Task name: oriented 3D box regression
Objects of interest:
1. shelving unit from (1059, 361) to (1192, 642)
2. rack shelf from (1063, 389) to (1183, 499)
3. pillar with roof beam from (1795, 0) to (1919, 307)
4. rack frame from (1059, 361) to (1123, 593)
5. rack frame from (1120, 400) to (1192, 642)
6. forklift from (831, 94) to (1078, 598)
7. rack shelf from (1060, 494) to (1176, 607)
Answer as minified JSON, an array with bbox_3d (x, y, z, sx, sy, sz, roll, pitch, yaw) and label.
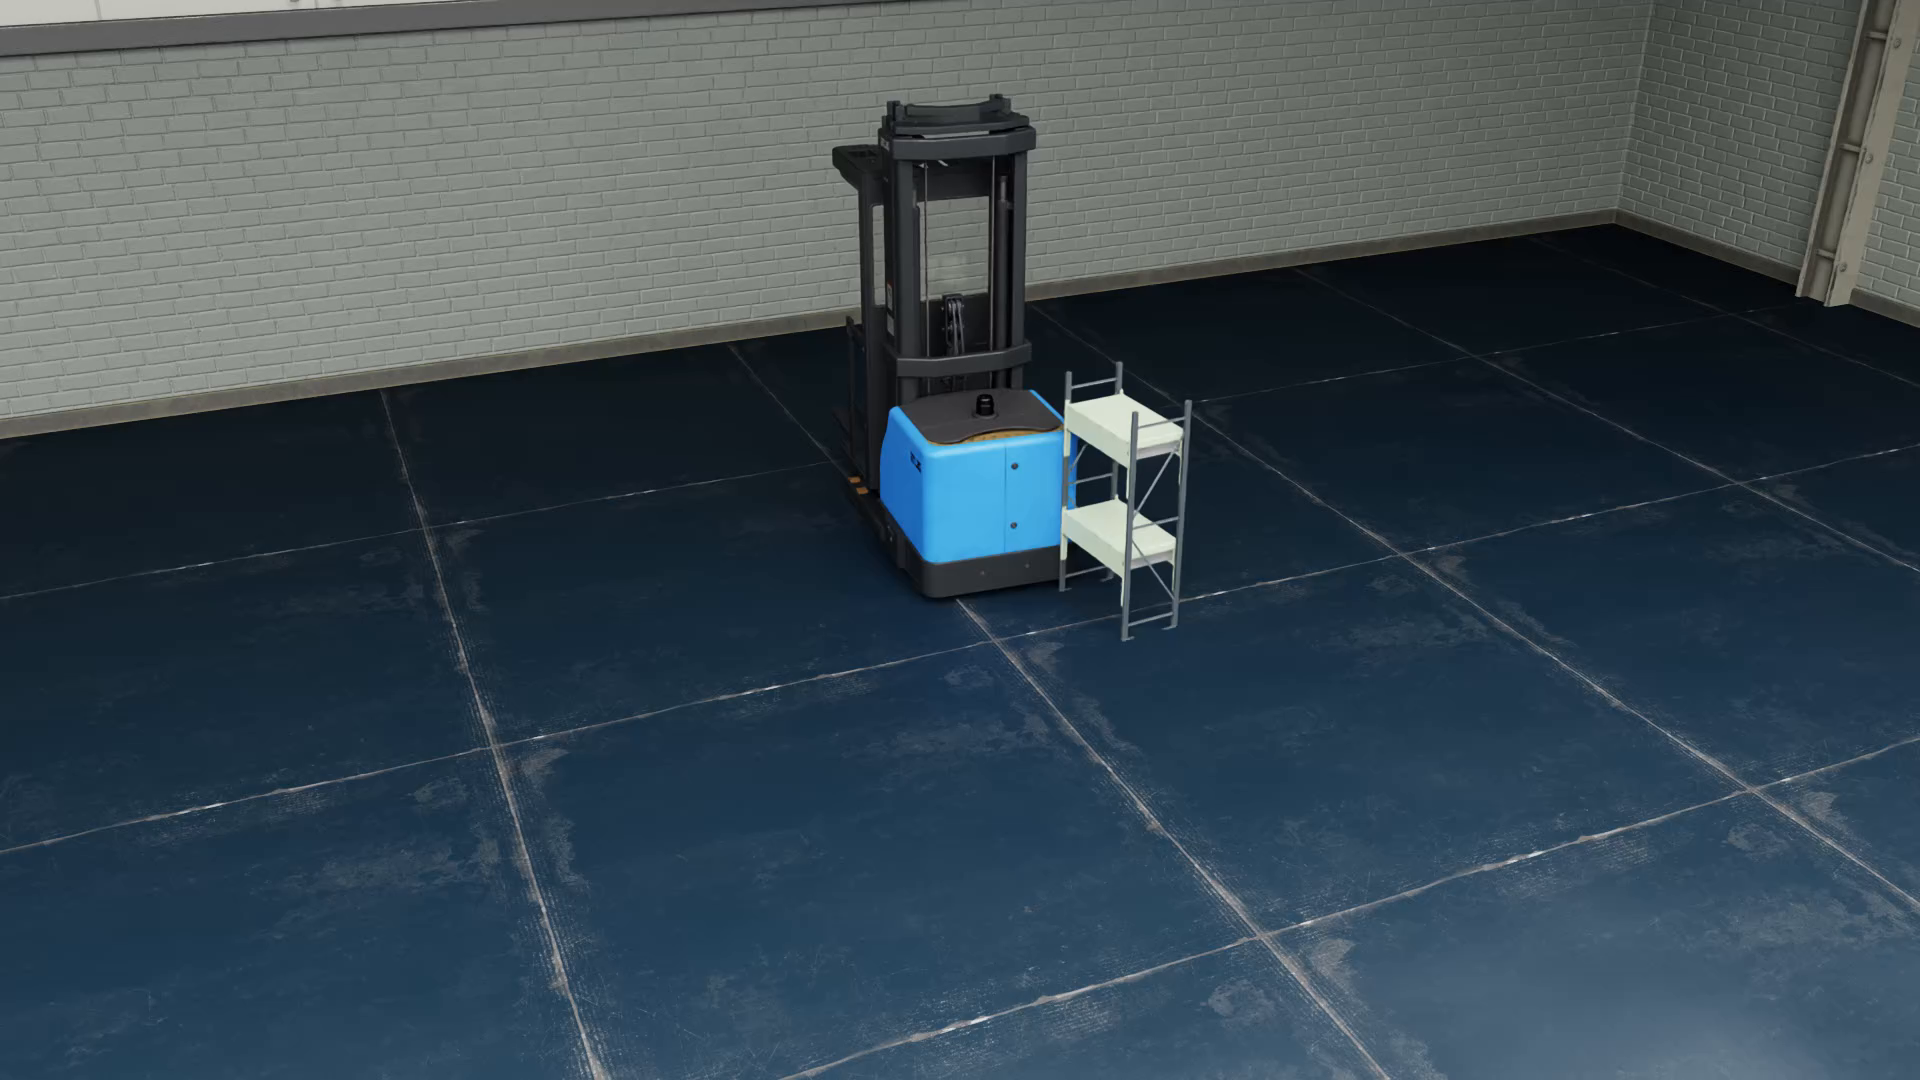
[{"bbox_3d":[0.989,-0.238,10.173,0.431,1.500,0.755,-13,29,-25],"label":"shelving unit"},{"bbox_3d":[0.990,-0.588,10.001,0.431,0.370,0.720,-13,29,-25],"label":"rack shelf"},{"bbox_3d":[4.443,-5.650,12.711,9.100,9.000,0.400,-11,28,-21],"label":"pillar with roof beam"},{"bbox_3d":[0.818,-0.380,10.463,0.400,1.500,0.023,-13,29,-25],"label":"rack frame"},{"bbox_3d":[1.161,-0.095,9.882,0.400,1.500,0.023,-13,29,-25],"label":"rack frame"},{"bbox_3d":[-0.201,-1.578,11.287,1.130,2.935,3.031,-8,27,-17],"label":"forklift"},{"bbox_3d":[0.989,0.055,10.316,0.431,0.370,0.720,-13,29,-25],"label":"rack shelf"}]
